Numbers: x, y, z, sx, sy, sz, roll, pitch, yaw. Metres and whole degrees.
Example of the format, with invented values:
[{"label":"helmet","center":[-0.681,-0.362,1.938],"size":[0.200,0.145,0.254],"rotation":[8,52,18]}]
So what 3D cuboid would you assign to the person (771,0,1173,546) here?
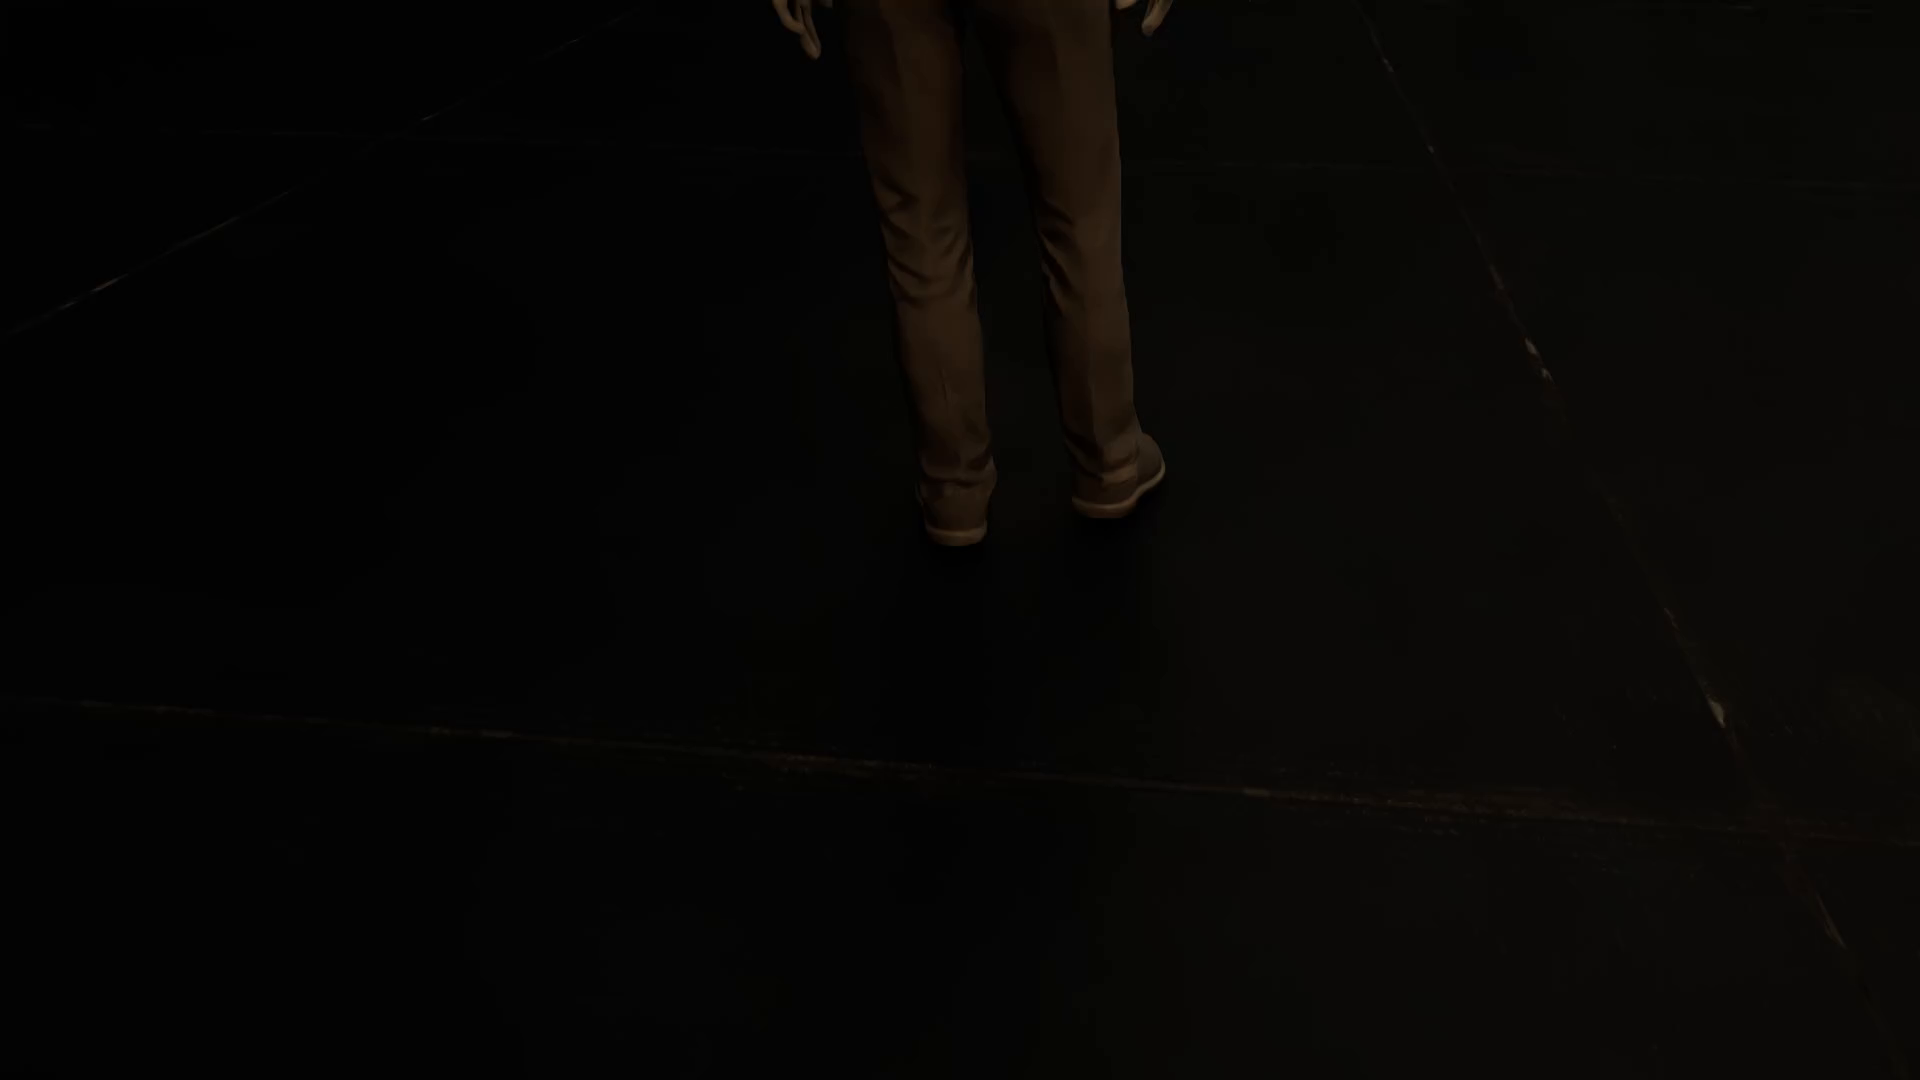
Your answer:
[{"label":"person","center":[0.016,-0.794,2.178],"size":[0.586,1.695,0.532],"rotation":[3,27,7]}]
